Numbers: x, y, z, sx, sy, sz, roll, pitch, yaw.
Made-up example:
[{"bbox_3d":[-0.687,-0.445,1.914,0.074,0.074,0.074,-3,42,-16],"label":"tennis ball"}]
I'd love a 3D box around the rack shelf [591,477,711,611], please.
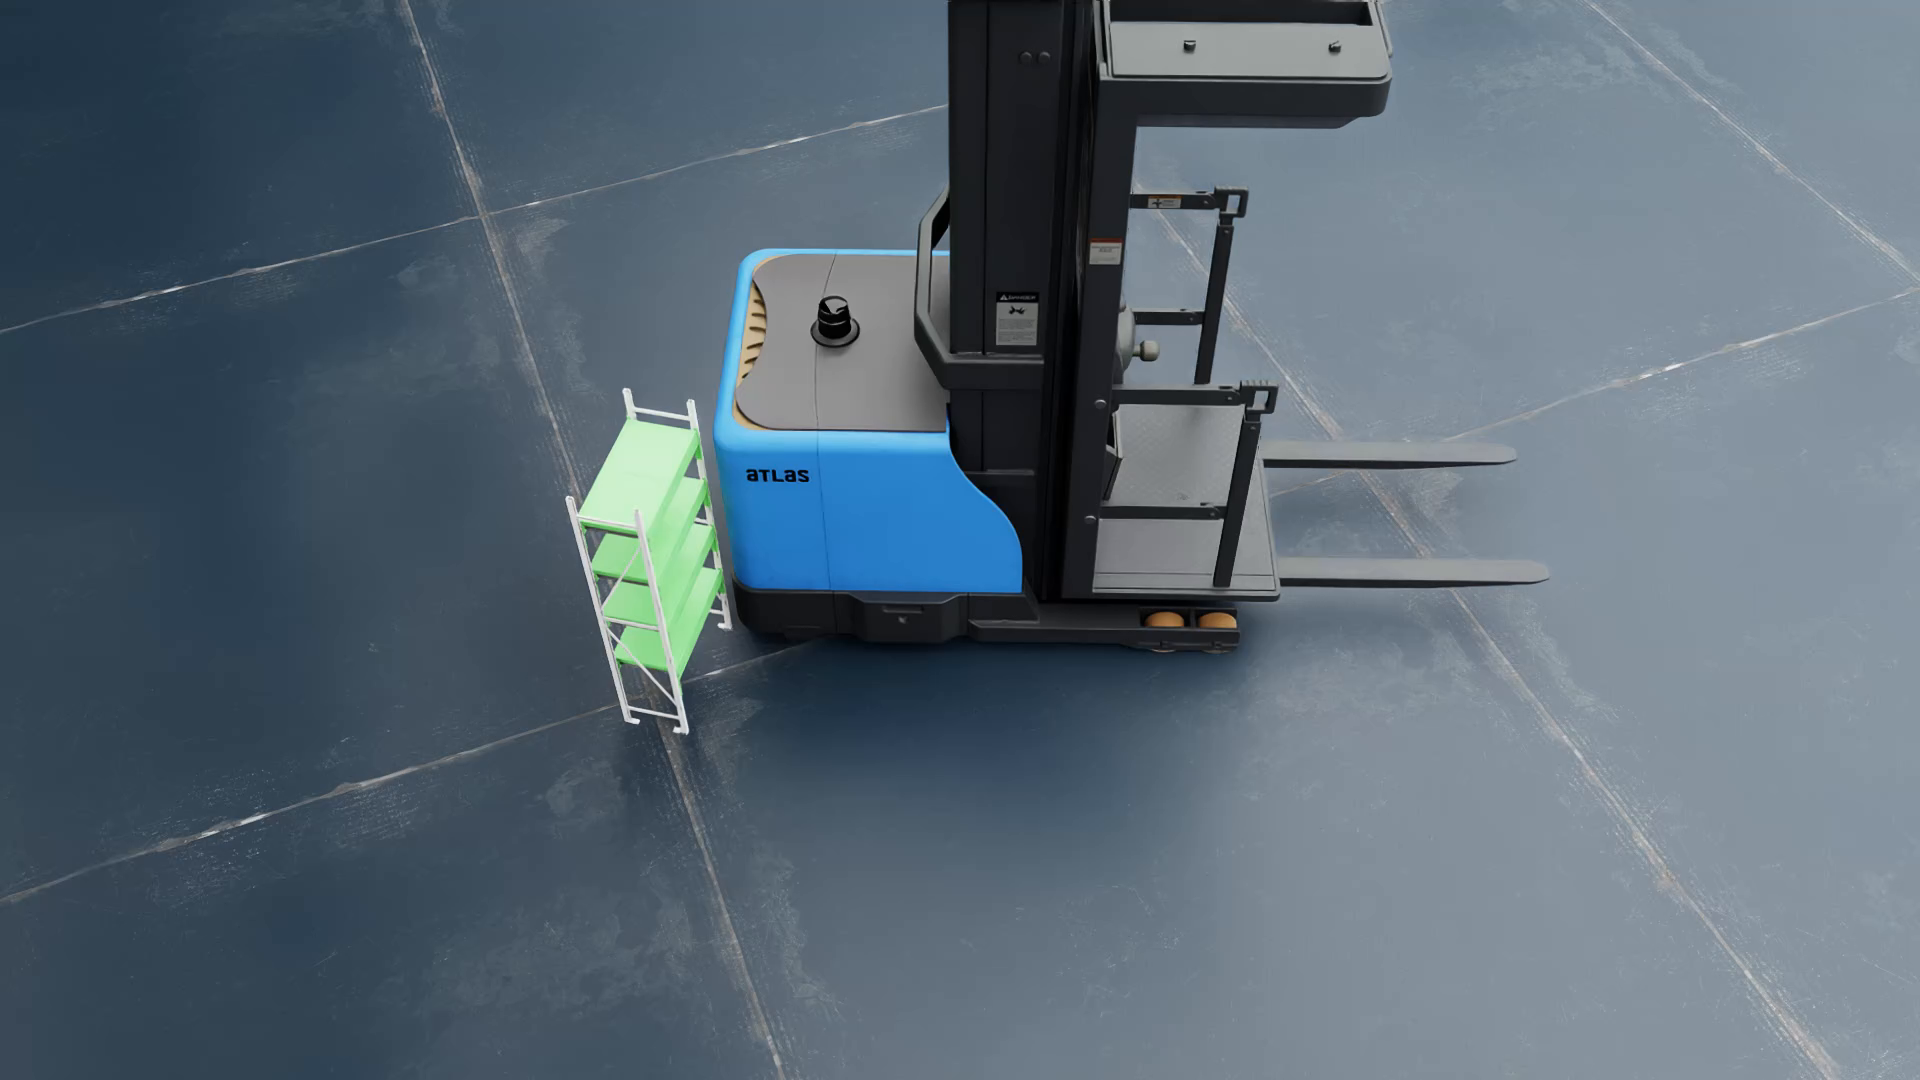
[{"bbox_3d":[-1.039,-0.013,5.579,0.258,0.148,0.480,10,50,9],"label":"rack shelf"}]

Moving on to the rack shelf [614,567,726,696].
[{"bbox_3d":[-1.039,0.300,5.943,0.258,0.148,0.480,10,50,9],"label":"rack shelf"}]

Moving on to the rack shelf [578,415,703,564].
[{"bbox_3d":[-1.039,-0.169,5.397,0.258,0.148,0.480,10,50,9],"label":"rack shelf"}]

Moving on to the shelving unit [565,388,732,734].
[{"bbox_3d":[-1.039,0.102,5.713,0.258,1.200,0.503,10,50,9],"label":"shelving unit"}]

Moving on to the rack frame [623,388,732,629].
[{"bbox_3d":[-0.982,-0.078,5.867,0.240,1.200,0.015,10,50,9],"label":"rack frame"}]

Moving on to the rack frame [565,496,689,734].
[{"bbox_3d":[-1.096,0.282,5.558,0.240,1.200,0.015,10,50,9],"label":"rack frame"}]

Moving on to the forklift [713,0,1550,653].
[{"bbox_3d":[0.684,-0.941,5.467,3.031,2.935,1.130,1,49,1],"label":"forklift"}]

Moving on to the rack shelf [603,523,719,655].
[{"bbox_3d":[-1.039,0.143,5.761,0.258,0.148,0.480,10,50,9],"label":"rack shelf"}]
